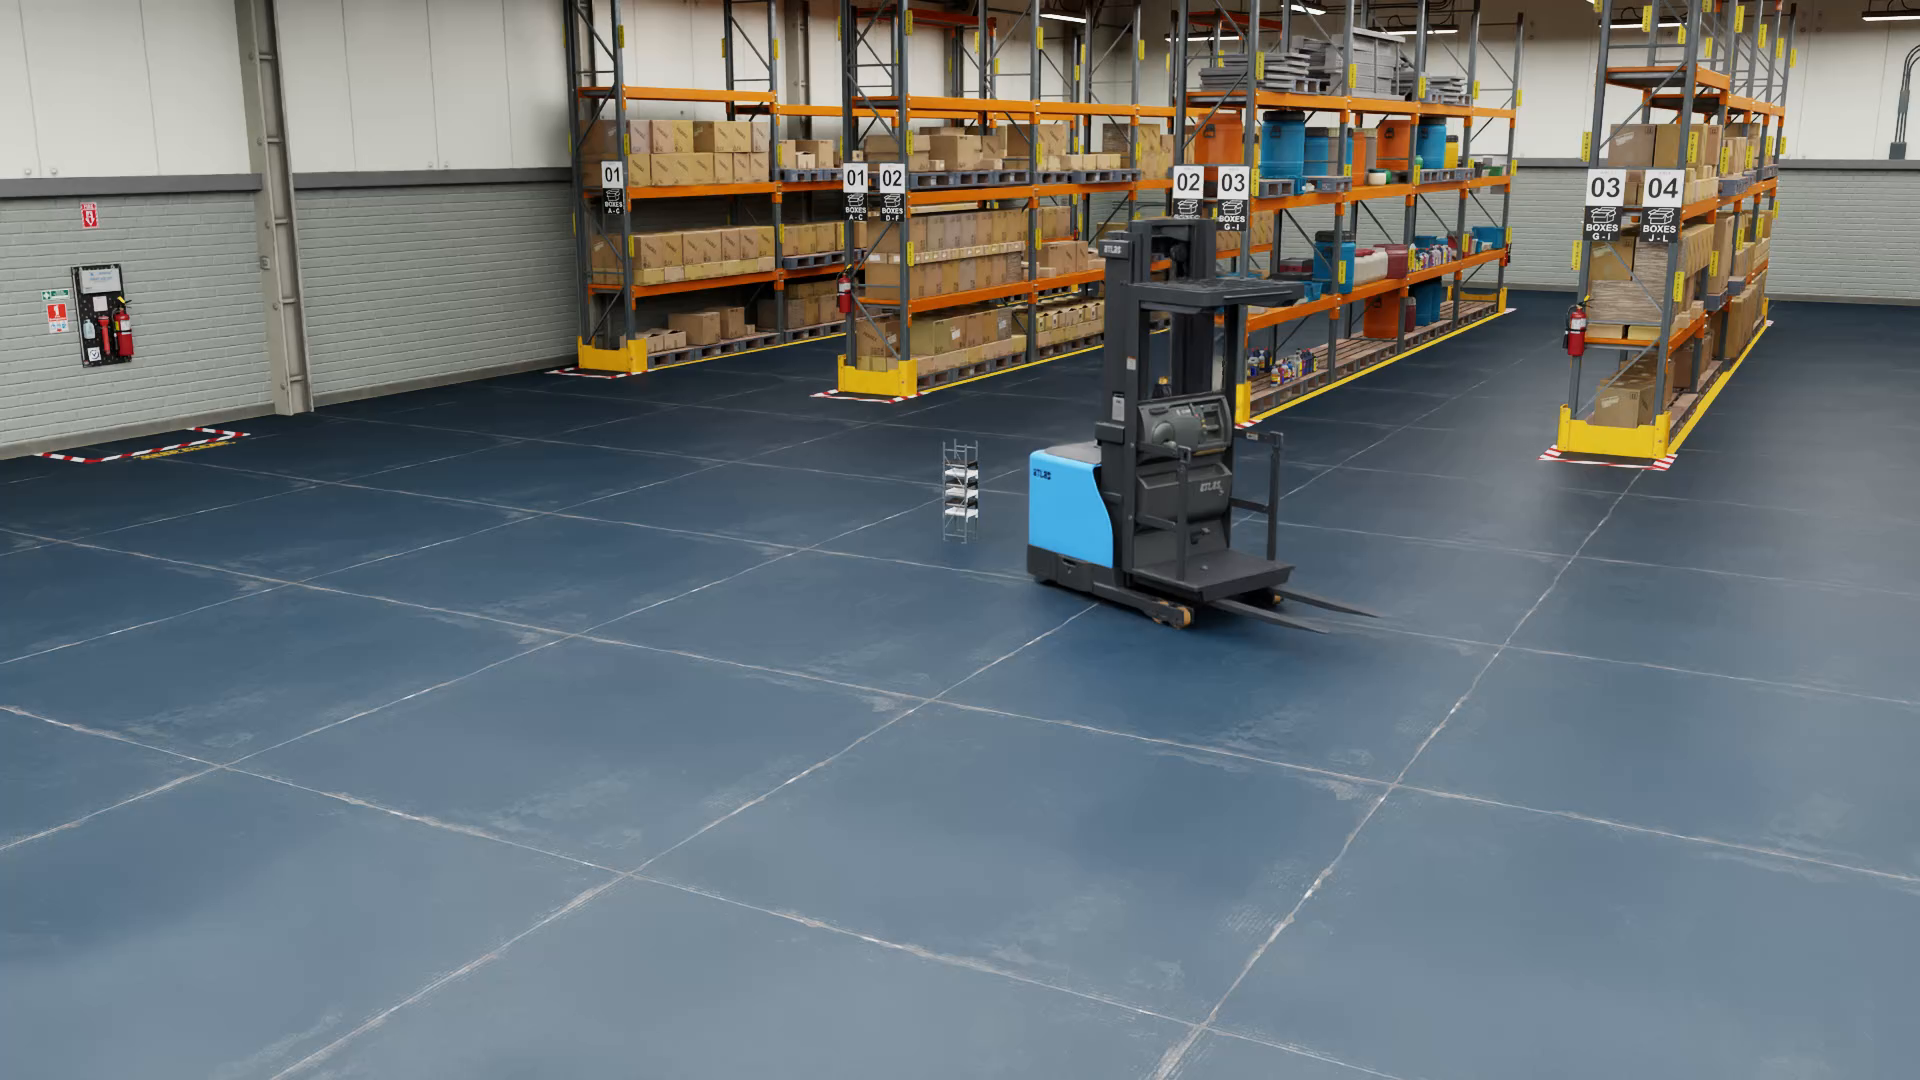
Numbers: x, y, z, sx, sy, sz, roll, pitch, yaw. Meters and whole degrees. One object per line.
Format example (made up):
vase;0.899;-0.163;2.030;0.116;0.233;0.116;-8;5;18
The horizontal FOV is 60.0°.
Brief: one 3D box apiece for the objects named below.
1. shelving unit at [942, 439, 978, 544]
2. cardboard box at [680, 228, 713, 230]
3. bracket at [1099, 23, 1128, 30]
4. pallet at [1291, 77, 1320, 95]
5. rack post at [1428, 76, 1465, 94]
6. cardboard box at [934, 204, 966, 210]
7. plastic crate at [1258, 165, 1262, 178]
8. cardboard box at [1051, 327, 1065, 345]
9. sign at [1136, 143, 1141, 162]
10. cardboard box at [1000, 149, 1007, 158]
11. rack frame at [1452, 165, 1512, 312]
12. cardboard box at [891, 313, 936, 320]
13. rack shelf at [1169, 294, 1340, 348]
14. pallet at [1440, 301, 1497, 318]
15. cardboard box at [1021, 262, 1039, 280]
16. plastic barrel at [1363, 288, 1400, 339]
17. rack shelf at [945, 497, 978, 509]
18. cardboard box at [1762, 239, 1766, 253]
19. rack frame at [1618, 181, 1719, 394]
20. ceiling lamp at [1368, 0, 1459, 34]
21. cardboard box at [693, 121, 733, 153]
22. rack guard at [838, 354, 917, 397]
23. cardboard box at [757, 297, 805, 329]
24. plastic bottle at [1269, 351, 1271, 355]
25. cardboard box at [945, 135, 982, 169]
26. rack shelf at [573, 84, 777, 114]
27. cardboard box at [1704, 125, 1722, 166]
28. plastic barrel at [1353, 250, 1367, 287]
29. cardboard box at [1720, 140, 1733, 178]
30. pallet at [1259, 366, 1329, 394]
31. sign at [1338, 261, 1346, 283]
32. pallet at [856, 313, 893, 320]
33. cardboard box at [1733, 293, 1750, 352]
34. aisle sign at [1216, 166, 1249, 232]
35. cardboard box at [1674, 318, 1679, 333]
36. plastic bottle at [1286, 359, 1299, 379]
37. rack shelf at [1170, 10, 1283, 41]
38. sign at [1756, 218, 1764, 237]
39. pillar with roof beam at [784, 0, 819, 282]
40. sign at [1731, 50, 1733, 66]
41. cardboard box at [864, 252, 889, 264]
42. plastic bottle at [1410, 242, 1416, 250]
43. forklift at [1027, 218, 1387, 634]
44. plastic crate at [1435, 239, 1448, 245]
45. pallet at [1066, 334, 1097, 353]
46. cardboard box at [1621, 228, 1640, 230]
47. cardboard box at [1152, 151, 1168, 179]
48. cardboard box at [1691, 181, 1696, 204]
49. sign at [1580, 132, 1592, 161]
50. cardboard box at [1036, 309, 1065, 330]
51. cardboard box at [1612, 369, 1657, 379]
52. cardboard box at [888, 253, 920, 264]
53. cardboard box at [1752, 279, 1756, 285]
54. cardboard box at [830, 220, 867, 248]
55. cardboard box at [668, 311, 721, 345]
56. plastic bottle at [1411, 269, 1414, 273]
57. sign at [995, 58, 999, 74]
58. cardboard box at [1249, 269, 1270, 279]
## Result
shelving unit;0.004;-0.439;14.935;0.258;0.900;0.210;7;15;28
cardboard box;-4.484;-4.982;27.975;0.500;0.500;0.500;8;16;30
bracket;4.145;-13.151;42.701;0.076;0.066;3.189;7;15;28
pallet;4.134;-6.045;22.163;1.003;0.211;1.213;7;15;28
rack post;8.530;-8.190;29.965;0.937;0.300;0.954;7;15;27
cardboard box;-0.212;-6.836;34.498;0.500;0.250;0.500;8;16;29
plastic crate;3.822;-4.893;22.564;0.392;0.384;0.575;7;15;28
cardboard box;1.423;-3.427;27.819;0.500;0.250;0.500;8;16;29
sign;3.179;-6.904;29.599;0.100;0.325;0.005;7;15;28
cardboard box;0.857;-8.352;36.087;0.500;0.250;0.500;7;15;28
rack frame;10.898;-6.300;34.766;1.000;3.000;0.127;7;15;28
cardboard box;-0.701;-3.162;25.120;0.500;0.500;0.500;7;15;28
rack shelf;4.130;-3.078;22.936;1.077;0.370;4.000;7;15;28
pallet;10.466;-4.780;34.409;1.003;0.211;1.213;7;15;28
cardboard box;0.963;-4.433;27.342;0.500;0.250;0.500;9;16;32
plastic barrel;7.253;-3.910;28.587;0.600;0.830;0.708;7;15;28
rack shelf;0.004;-0.319;14.964;0.258;0.077;0.200;7;15;28
cardboard box;14.741;-5.473;31.019;0.500;0.250;0.500;7;15;26
rack frame;9.433;-3.277;22.226;1.000;3.000;0.127;7;15;28
ceiling lamp;10.050;-12.883;36.815;2.000;3.185;0.800;7;15;28
cardboard box;-4.079;-6.608;27.252;0.500;0.500;0.500;7;15;26
rack guard;-1.182;-2.359;23.753;1.175;0.500;0.348;7;15;28
cardboard box;-3.234;-4.112;30.085;0.700;0.500;0.500;8;16;30
plastic bottle;4.521;-2.634;24.418;0.061;0.283;0.133;7;15;28
cardboard box;-0.144;-5.857;25.113;0.797;0.503;0.637;9;16;34
rack shelf;-4.542;-7.115;26.889;1.077;0.370;4.000;7;15;28
cardboard box;9.439;-5.050;21.266;0.500;0.500;0.500;7;15;26
plastic barrel;6.106;-4.226;25.873;0.433;0.535;0.433;0;14;0
cardboard box;10.202;-5.268;22.969;0.797;0.503;0.637;8;16;30
pallet;4.736;-2.349;24.328;1.003;0.211;1.213;7;15;28
sign;5.574;-3.908;24.253;0.100;0.325;0.005;7;15;28
pallet;-2.021;-4.265;32.276;1.003;0.211;1.213;7;15;28
cardboard box;12.156;-3.590;27.162;1.225;0.875;0.875;7;15;28
aisle sign;3.385;-4.233;20.646;0.394;0.787;0.004;7;15;28
cardboard box;8.347;-2.568;19.823;0.380;0.149;0.250;7;15;28
plastic bottle;4.707;-2.425;23.563;0.152;0.276;0.135;8;16;29
rack shelf;5.597;-10.634;34.386;1.077;0.370;4.000;7;15;28
sign;13.780;-5.383;28.661;0.100;0.325;0.005;7;15;28
pillar with roof beam;0.741;-8.041;29.187;9.100;9.000;0.548;7;15;28
sign;14.751;-9.251;31.873;0.100;0.325;0.005;7;15;28
cardboard box;-1.153;-4.043;23.808;0.380;0.149;0.250;7;15;27
plastic bottle;8.491;-5.412;31.186;0.144;0.351;0.185;7;15;28
forklift;1.850;-0.897;12.502;1.130;2.935;3.031;-10;17;-37
plastic crate;9.709;-5.903;33.347;0.416;0.233;0.300;7;15;28
pallet;1.674;-3.451;28.899;1.003;0.211;1.213;7;15;28
cardboard box;8.278;-3.584;20.516;0.500;0.500;0.500;7;15;28
cardboard box;3.376;-7.032;31.189;0.910;0.500;0.500;7;15;28
cardboard box;8.202;-4.018;19.218;0.500;0.250;0.500;7;15;27
sign;7.023;-4.412;18.644;0.100;0.325;0.005;7;15;28
cardboard box;1.427;-3.699;27.750;0.500;0.311;0.500;7;15;27
cardboard box;8.394;-1.824;20.638;0.500;0.500;0.500;9;16;33
cardboard box;-0.792;-3.999;23.626;0.380;0.149;0.250;7;15;28
cardboard box;13.690;-4.216;29.758;0.875;0.875;0.875;7;15;28
cardboard box;-2.106;-5.828;31.657;0.700;0.500;0.500;6;15;23
cardboard box;-4.422;-3.532;27.679;0.700;0.500;0.500;6;15;25
plastic bottle;7.722;-4.716;28.446;0.061;0.283;0.133;7;15;28
sign;0.773;-9.952;34.951;0.100;0.325;0.005;7;15;28
cardboard box;6.517;-5.721;36.760;0.500;0.500;0.500;7;15;28
